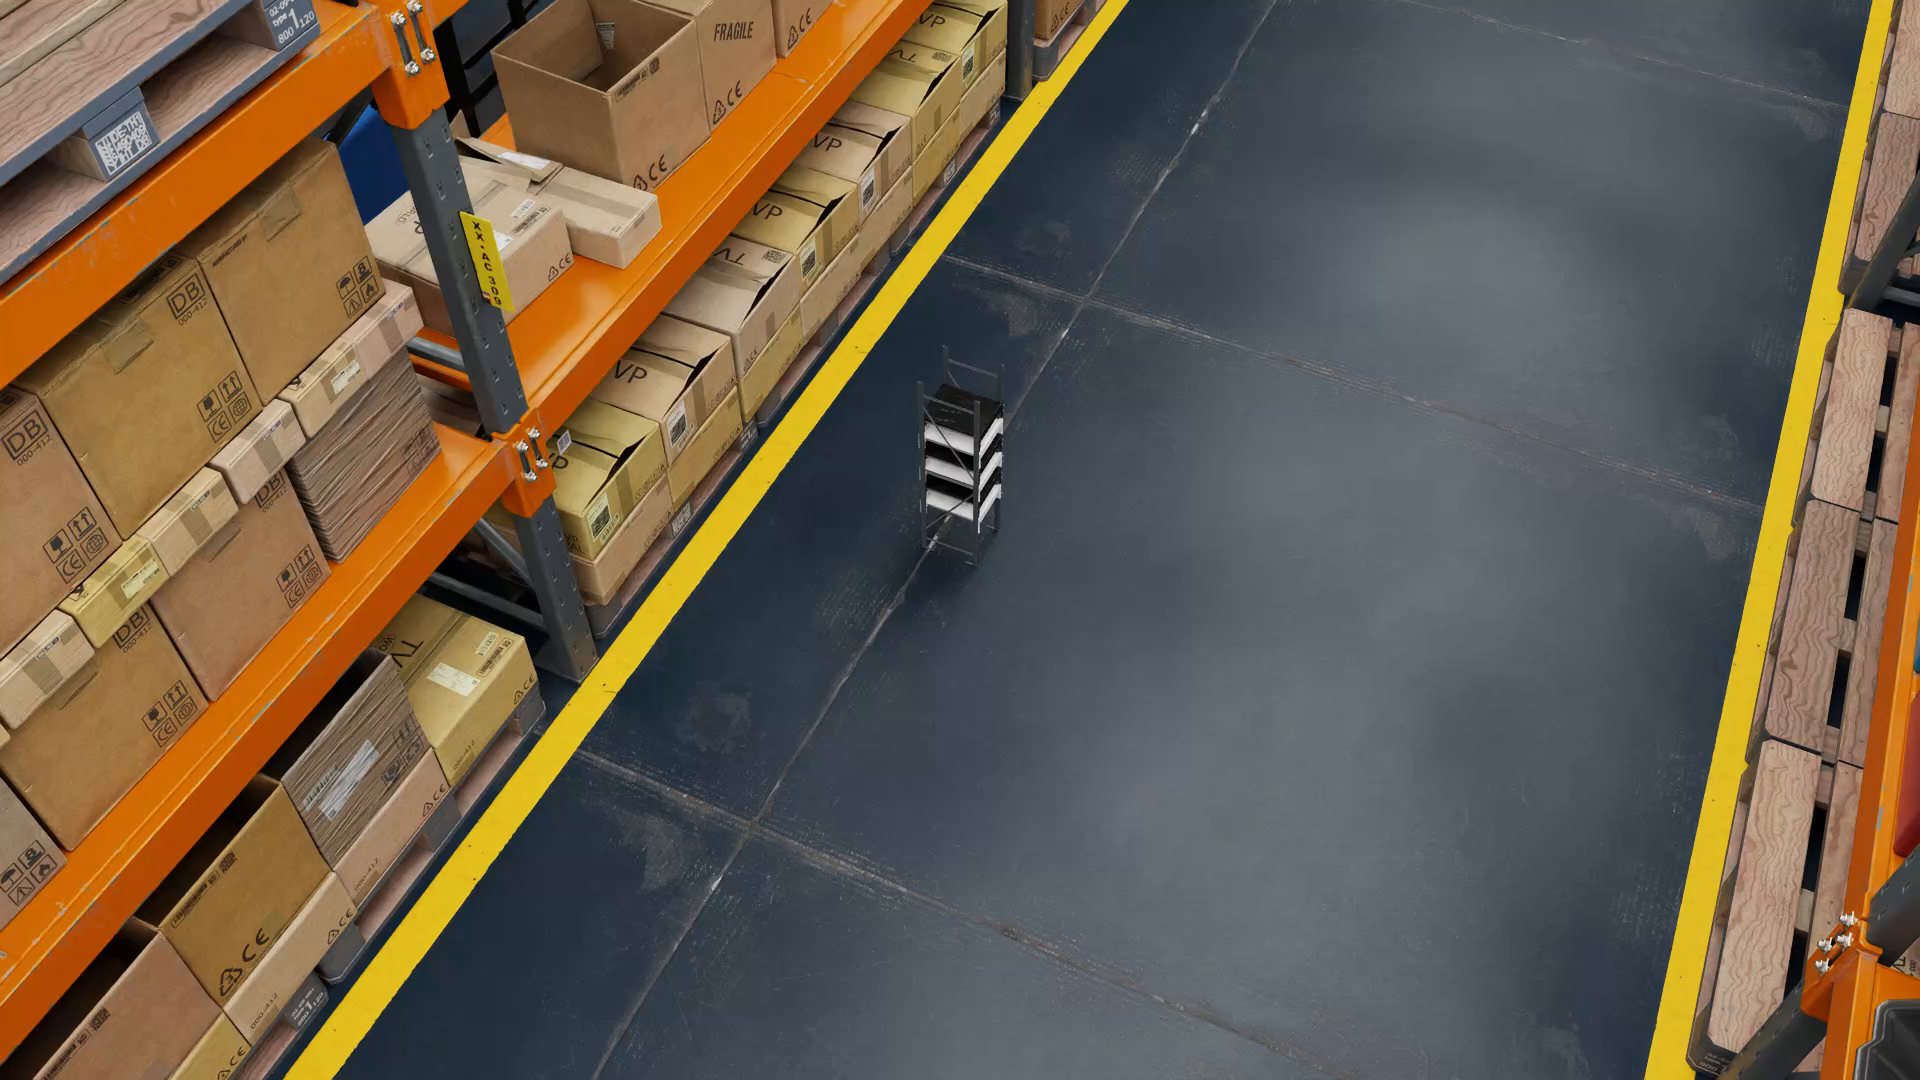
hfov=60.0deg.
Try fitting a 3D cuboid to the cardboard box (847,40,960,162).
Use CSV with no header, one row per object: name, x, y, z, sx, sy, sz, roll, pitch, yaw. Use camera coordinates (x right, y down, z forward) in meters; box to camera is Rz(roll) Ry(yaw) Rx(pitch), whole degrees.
cardboard box,-0.326,-2.025,7.480,0.500,0.311,0.500,19,52,16

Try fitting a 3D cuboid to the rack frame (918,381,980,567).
rack frame,-0.040,-0.227,6.168,0.240,0.900,0.006,20,52,16

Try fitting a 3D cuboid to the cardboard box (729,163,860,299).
cardboard box,-0.760,-1.334,6.892,0.500,0.311,0.500,21,53,17

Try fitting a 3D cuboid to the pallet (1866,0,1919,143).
pallet,5.190,-2.274,8.362,1.003,0.211,1.213,20,52,16

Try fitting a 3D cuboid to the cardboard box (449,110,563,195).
cardboard box,-1.608,-1.266,5.761,0.396,0.266,0.258,19,52,15

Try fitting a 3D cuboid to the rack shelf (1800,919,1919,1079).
rack shelf,1.805,2.580,2.872,1.077,0.370,4.000,20,52,16

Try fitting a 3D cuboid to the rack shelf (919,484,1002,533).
rack shelf,0.003,-0.159,6.390,0.258,0.077,0.200,20,52,16

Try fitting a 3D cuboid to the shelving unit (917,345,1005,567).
shelving unit,0.003,-0.297,6.227,0.258,0.900,0.210,20,52,16

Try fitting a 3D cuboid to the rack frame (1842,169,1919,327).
rack frame,4.368,-1.784,6.114,1.000,3.000,0.127,20,52,16

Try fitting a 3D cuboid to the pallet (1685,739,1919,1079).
pallet,2.960,1.320,5.303,1.003,0.211,1.213,20,52,16

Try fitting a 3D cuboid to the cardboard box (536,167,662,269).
cardboard box,-1.254,-1.106,5.702,0.380,0.149,0.250,20,52,16

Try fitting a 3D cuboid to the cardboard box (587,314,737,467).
cardboard box,-1.197,-0.618,6.282,0.500,0.311,0.500,19,52,16

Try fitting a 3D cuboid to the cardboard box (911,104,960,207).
cardboard box,-0.330,-1.846,7.696,0.500,0.250,0.500,19,52,16

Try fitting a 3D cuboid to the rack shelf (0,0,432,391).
rack shelf,-2.672,-0.006,3.103,1.077,0.370,4.000,20,52,16

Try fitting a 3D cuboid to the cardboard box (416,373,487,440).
cardboard box,-1.904,-0.443,6.134,0.500,0.311,0.500,20,52,16

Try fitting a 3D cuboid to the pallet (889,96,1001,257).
pallet,-0.496,-1.941,8.078,1.003,0.211,1.213,20,52,16

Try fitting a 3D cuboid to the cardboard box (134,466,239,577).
cardboard box,-2.068,-0.098,4.187,0.380,0.149,0.250,20,52,16

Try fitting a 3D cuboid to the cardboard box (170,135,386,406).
cardboard box,-2.002,-0.789,4.350,0.700,0.500,0.500,20,52,16

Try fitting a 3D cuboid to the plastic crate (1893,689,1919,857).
plastic crate,2.590,0.516,4.114,0.402,0.464,0.583,20,52,16

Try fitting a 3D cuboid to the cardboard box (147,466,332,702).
cardboard box,-2.221,-0.004,4.533,0.700,0.500,0.500,19,52,16

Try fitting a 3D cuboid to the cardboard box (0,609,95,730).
cardboard box,-2.284,0.244,3.896,0.380,0.149,0.250,21,53,17

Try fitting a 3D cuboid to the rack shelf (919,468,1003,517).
rack shelf,0.003,-0.217,6.321,0.258,0.077,0.200,20,52,16

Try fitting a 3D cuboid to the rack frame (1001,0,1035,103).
rack frame,-0.109,-3.399,7.487,1.000,3.000,0.127,20,52,16

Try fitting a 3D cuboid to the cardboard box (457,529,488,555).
cardboard box,-1.903,-0.269,6.354,0.500,0.250,0.500,19,52,16

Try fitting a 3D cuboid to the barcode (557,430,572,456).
barcode,-1.332,-0.328,5.597,0.001,0.075,0.075,20,52,16

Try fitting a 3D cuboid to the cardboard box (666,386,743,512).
cardboard box,-1.202,-0.438,6.498,0.500,0.250,0.500,21,53,17

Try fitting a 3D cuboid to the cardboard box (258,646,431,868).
cardboard box,-2.042,0.599,5.123,0.500,0.500,0.500,20,52,16

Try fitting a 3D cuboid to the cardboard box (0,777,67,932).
cardboard box,-2.657,0.694,3.940,0.700,0.500,0.500,21,53,17

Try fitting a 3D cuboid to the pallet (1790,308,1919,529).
pallet,4.002,-0.360,6.733,1.003,0.211,1.213,20,52,16

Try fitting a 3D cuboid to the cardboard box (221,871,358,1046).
cardboard box,-2.241,1.191,5.112,0.500,0.250,0.500,20,52,16

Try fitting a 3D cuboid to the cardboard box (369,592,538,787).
cardboard box,-1.818,0.501,5.699,0.500,0.250,0.500,20,52,16

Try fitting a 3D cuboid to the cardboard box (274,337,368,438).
cardboard box,-1.848,-0.460,4.496,0.380,0.149,0.250,19,52,15

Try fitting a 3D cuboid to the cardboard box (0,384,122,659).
cardboard box,-2.431,-0.096,3.760,0.700,0.500,0.500,20,52,16

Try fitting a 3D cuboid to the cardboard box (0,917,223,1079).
cardboard box,-2.453,1.293,4.532,0.500,0.500,0.500,20,52,16

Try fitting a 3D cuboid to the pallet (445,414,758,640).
pallet,-1.538,-0.261,6.648,1.003,0.211,1.213,20,52,16

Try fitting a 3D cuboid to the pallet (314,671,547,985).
pallet,-2.195,0.793,5.751,1.003,0.211,1.213,20,52,16

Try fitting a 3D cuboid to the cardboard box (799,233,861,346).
cardboard box,-0.765,-1.145,7.100,0.500,0.250,0.500,21,53,17

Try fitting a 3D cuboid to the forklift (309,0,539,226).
forklift,-2.507,-2.634,6.882,1.130,2.935,3.031,19,52,15

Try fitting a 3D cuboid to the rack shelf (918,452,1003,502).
rack shelf,0.003,-0.276,6.253,0.258,0.077,0.200,20,52,16

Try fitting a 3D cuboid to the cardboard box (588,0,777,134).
cardboard box,-1.036,-1.908,6.153,0.500,0.500,0.500,20,52,16

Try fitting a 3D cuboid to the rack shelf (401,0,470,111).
rack shelf,-0.963,-2.760,5.447,1.077,0.370,4.000,20,52,16
